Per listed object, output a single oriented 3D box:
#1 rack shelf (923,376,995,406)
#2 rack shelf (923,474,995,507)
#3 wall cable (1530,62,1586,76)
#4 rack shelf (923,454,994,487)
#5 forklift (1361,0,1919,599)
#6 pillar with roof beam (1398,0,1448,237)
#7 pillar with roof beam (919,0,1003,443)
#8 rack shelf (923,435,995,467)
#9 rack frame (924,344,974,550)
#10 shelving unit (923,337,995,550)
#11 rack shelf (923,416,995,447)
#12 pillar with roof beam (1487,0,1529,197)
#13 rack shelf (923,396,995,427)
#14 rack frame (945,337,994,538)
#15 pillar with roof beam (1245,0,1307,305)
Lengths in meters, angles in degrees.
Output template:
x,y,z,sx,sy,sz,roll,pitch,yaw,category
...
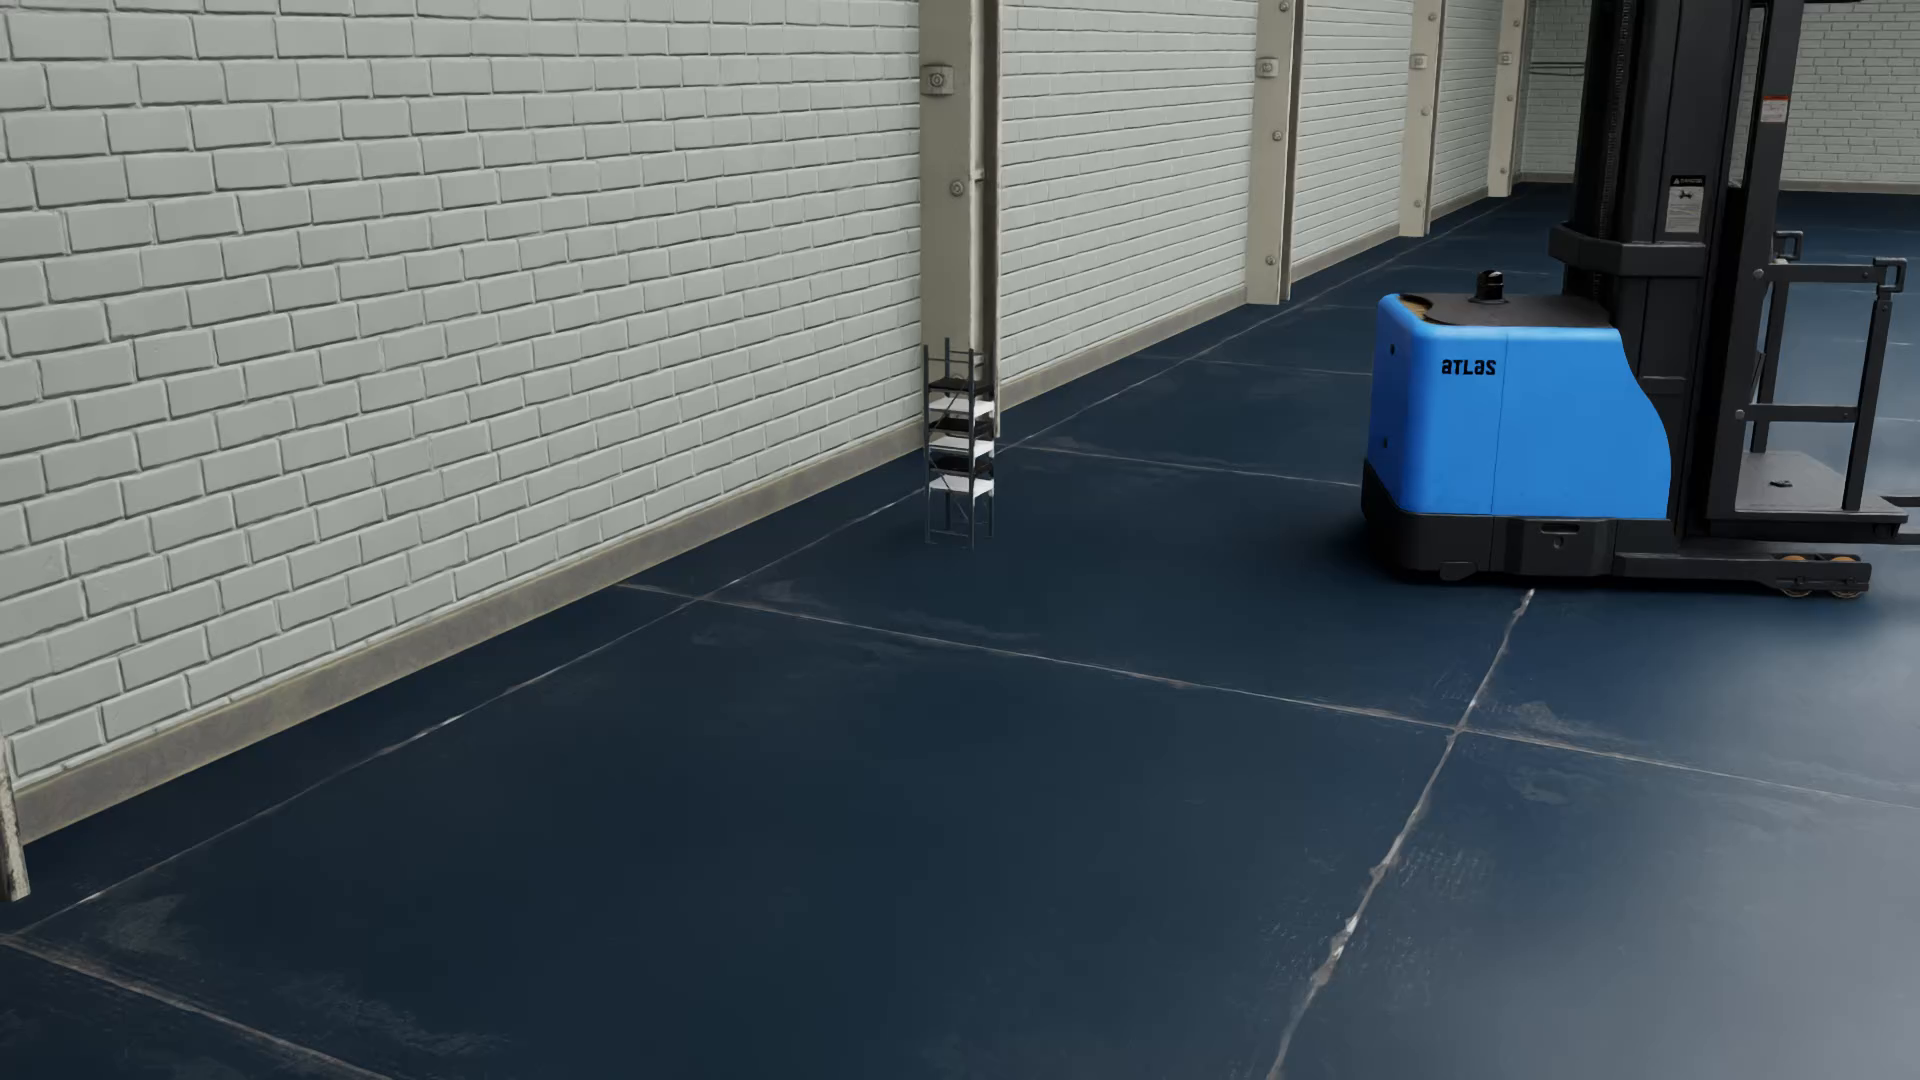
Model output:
x,y,z,sx,sy,sz,roll,pitch,yaw,category
-0.004,-0.656,7.322,0.258,0.077,0.200,8,18,25,rack shelf
-0.004,-0.225,7.450,0.258,0.077,0.200,8,18,25,rack shelf
10.548,-8.559,25.989,3.097,2.526,0.112,8,18,25,wall cable
-0.004,-0.311,7.424,0.258,0.077,0.200,8,18,25,rack shelf
3.345,-1.326,6.843,3.031,2.935,1.130,1,17,5,forklift
9.219,-7.389,16.597,9.100,9.000,0.400,8,18,25,pillar with roof beam
3.857,-4.332,6.306,9.100,9.000,0.400,8,18,25,pillar with roof beam
-0.004,-0.397,7.399,0.258,0.077,0.200,8,18,25,rack shelf
-0.049,-0.403,7.302,0.240,0.900,0.006,8,18,25,rack frame
-0.004,-0.429,7.389,0.258,0.900,0.210,8,18,25,shelving unit
-0.004,-0.484,7.373,0.258,0.077,0.200,8,18,25,rack shelf
11.900,-8.917,21.742,9.100,9.000,0.400,8,18,25,pillar with roof beam
-0.004,-0.570,7.348,0.258,0.077,0.200,8,18,25,rack shelf
0.042,-0.455,7.476,0.240,0.900,0.006,8,18,25,rack frame
6.538,-5.861,11.451,9.100,9.000,0.400,8,18,25,pillar with roof beam
